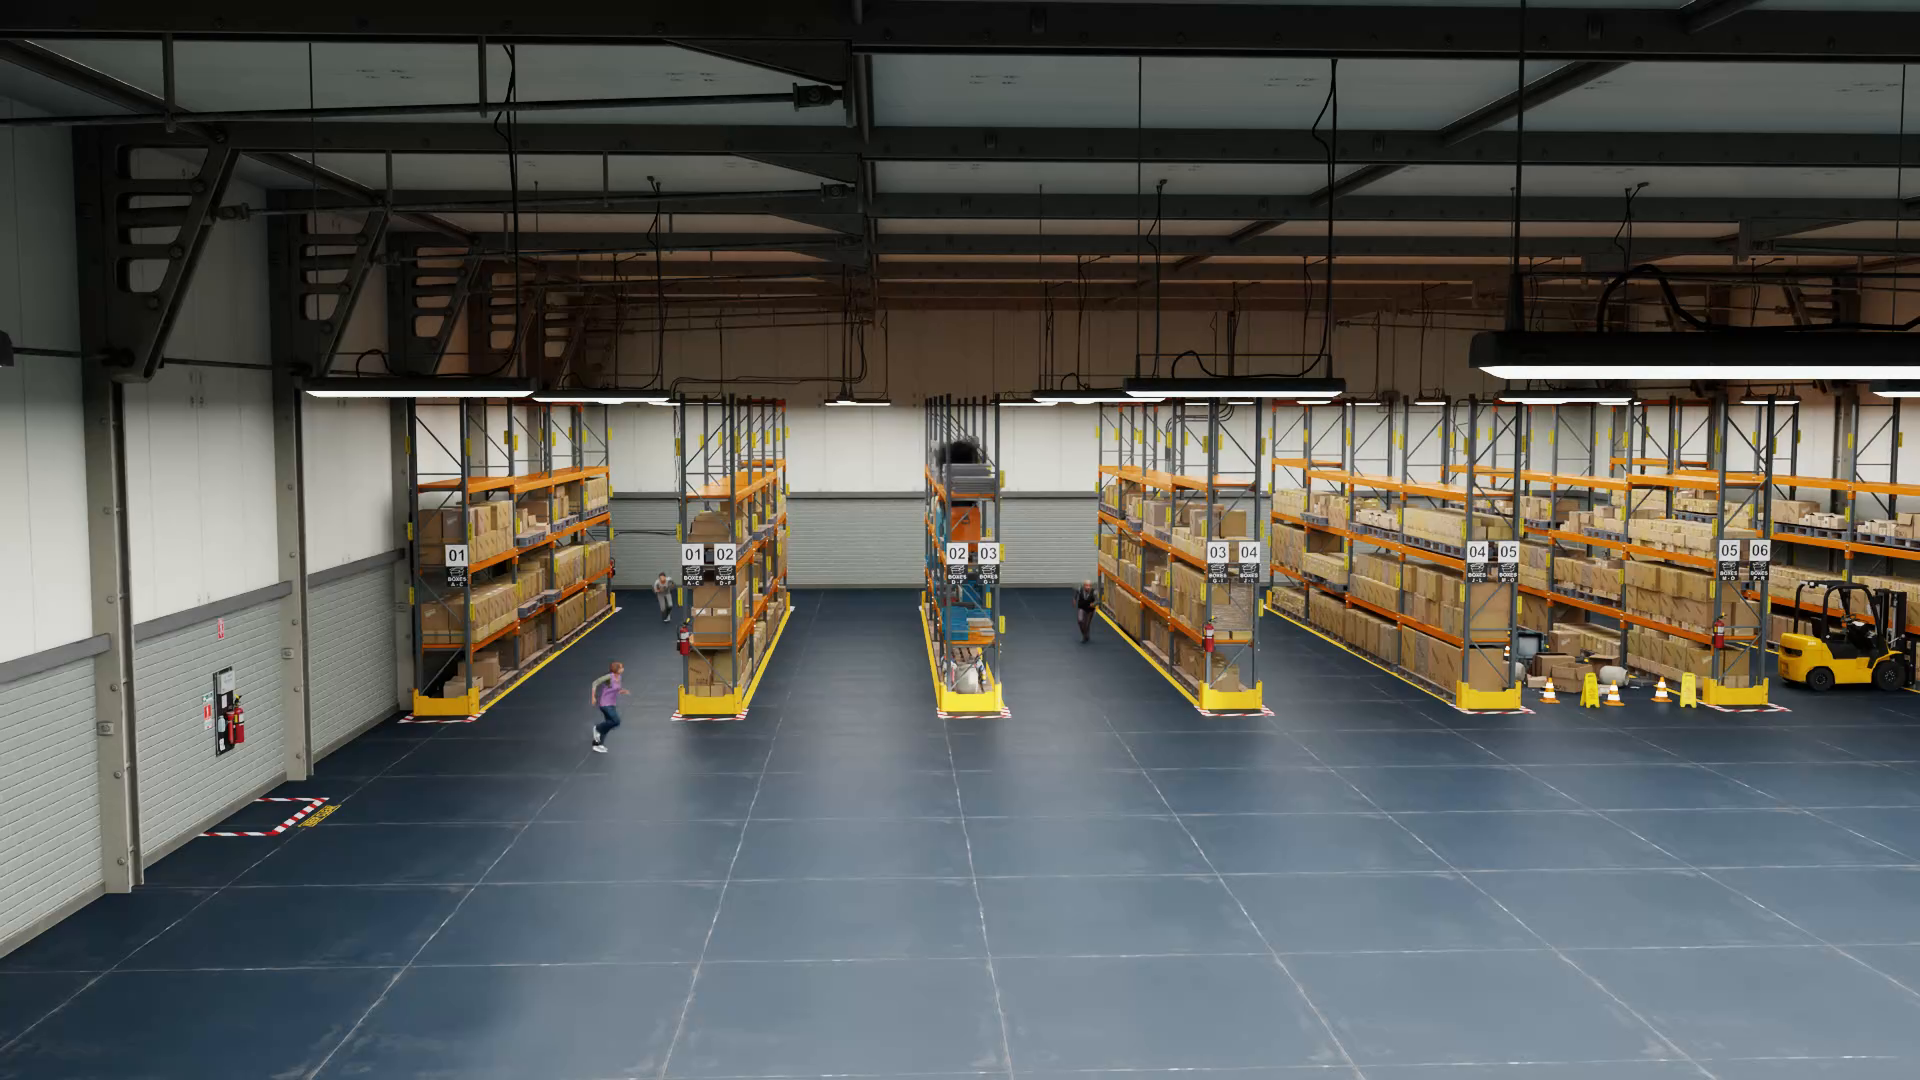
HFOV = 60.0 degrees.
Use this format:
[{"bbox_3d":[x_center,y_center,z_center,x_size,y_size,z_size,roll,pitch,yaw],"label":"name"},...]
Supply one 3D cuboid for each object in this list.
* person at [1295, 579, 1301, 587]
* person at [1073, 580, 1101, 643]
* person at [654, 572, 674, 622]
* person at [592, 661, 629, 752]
[{"bbox_3d":[10.097,1.021,48.865,0.643,1.726,0.711,1,5,10],"label":"person"},{"bbox_3d":[3.108,1.717,40.735,0.678,1.551,1.094,1,5,6],"label":"person"},{"bbox_3d":[-7.874,1.526,44.299,0.580,1.377,0.951,-1,5,-17],"label":"person"},{"bbox_3d":[-5.832,2.778,27.734,0.672,1.526,0.542,1,5,16],"label":"person"}]
